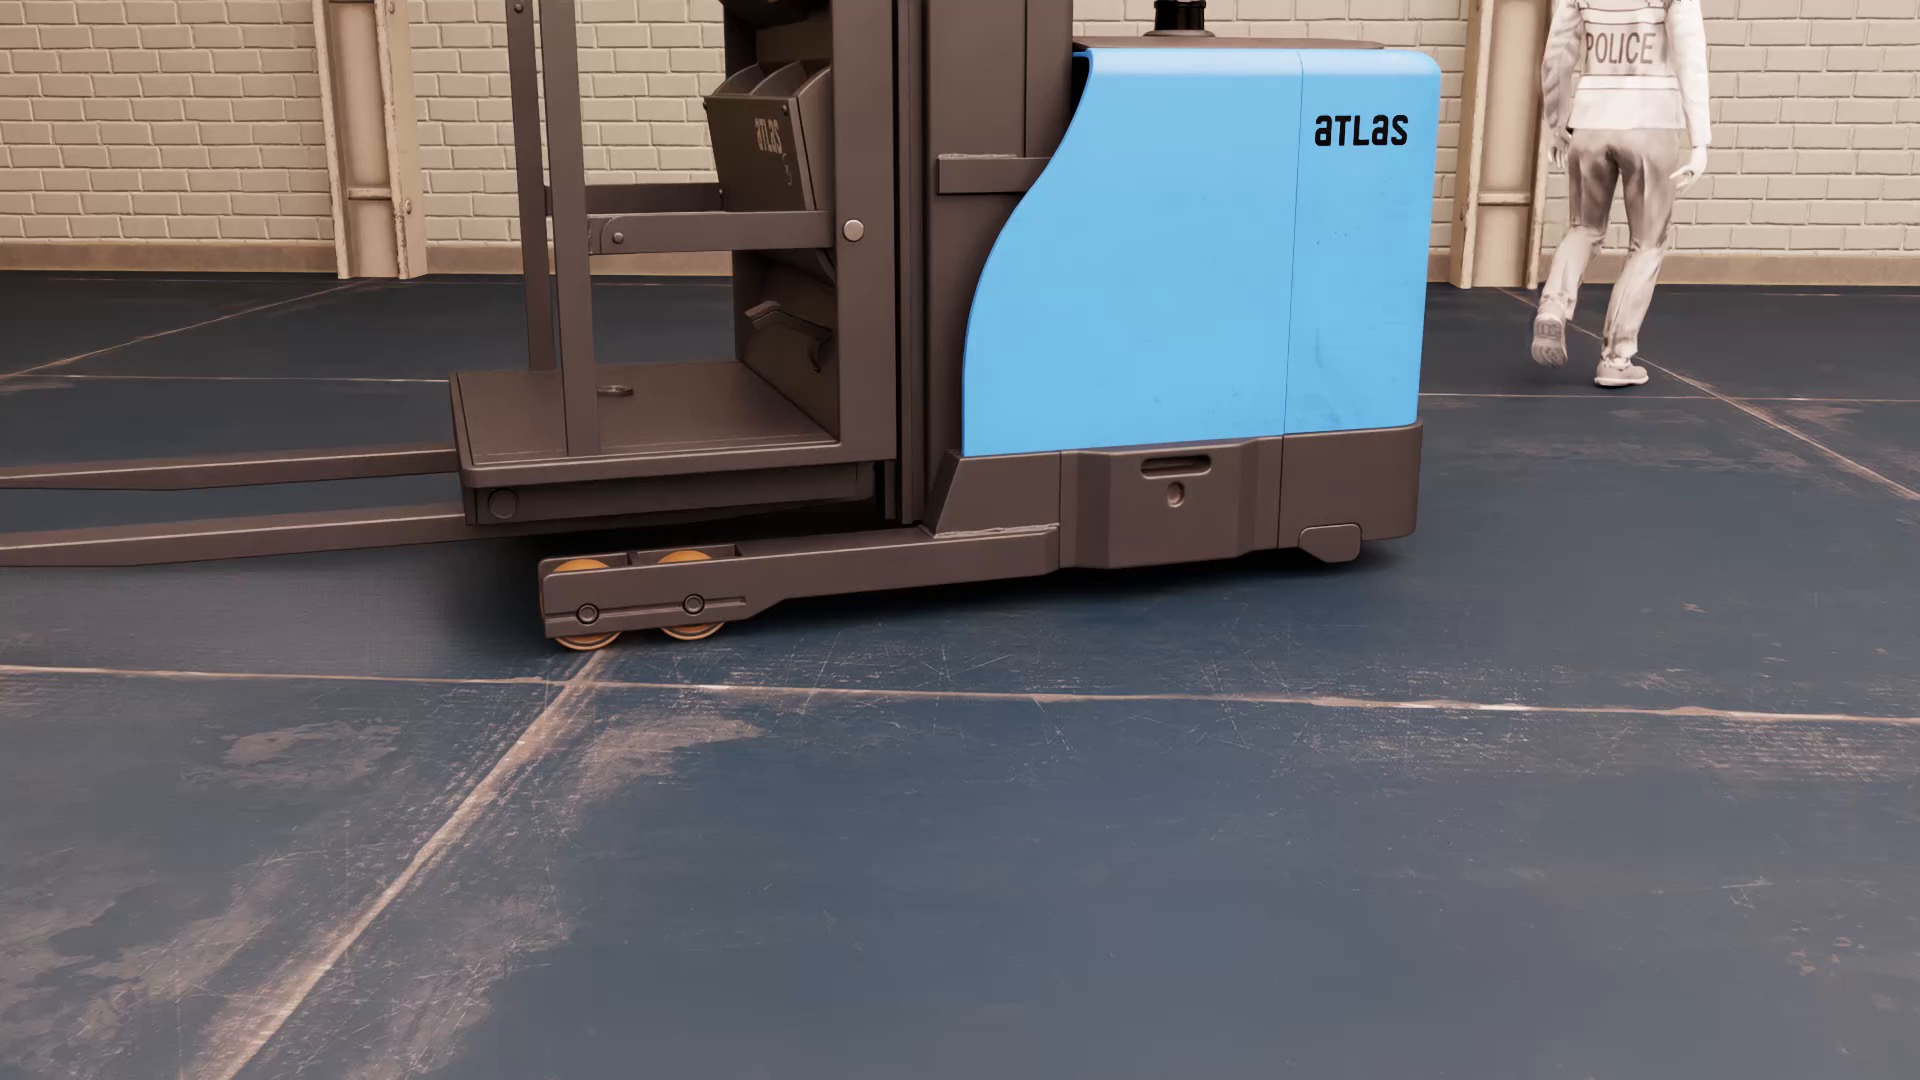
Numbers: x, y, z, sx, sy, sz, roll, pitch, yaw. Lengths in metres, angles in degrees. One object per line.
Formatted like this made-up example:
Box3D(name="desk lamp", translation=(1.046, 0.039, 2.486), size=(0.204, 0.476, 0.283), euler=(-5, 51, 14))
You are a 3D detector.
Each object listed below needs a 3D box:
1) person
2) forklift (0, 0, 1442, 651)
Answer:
Box3D(name="person", translation=(2.245, -1.346, 5.635), size=(0.654, 1.650, 0.449), euler=(15, 21, 43))
Box3D(name="forklift", translation=(-0.580, -1.366, 3.251), size=(3.031, 2.935, 1.130), euler=(-5, 16, -17))
